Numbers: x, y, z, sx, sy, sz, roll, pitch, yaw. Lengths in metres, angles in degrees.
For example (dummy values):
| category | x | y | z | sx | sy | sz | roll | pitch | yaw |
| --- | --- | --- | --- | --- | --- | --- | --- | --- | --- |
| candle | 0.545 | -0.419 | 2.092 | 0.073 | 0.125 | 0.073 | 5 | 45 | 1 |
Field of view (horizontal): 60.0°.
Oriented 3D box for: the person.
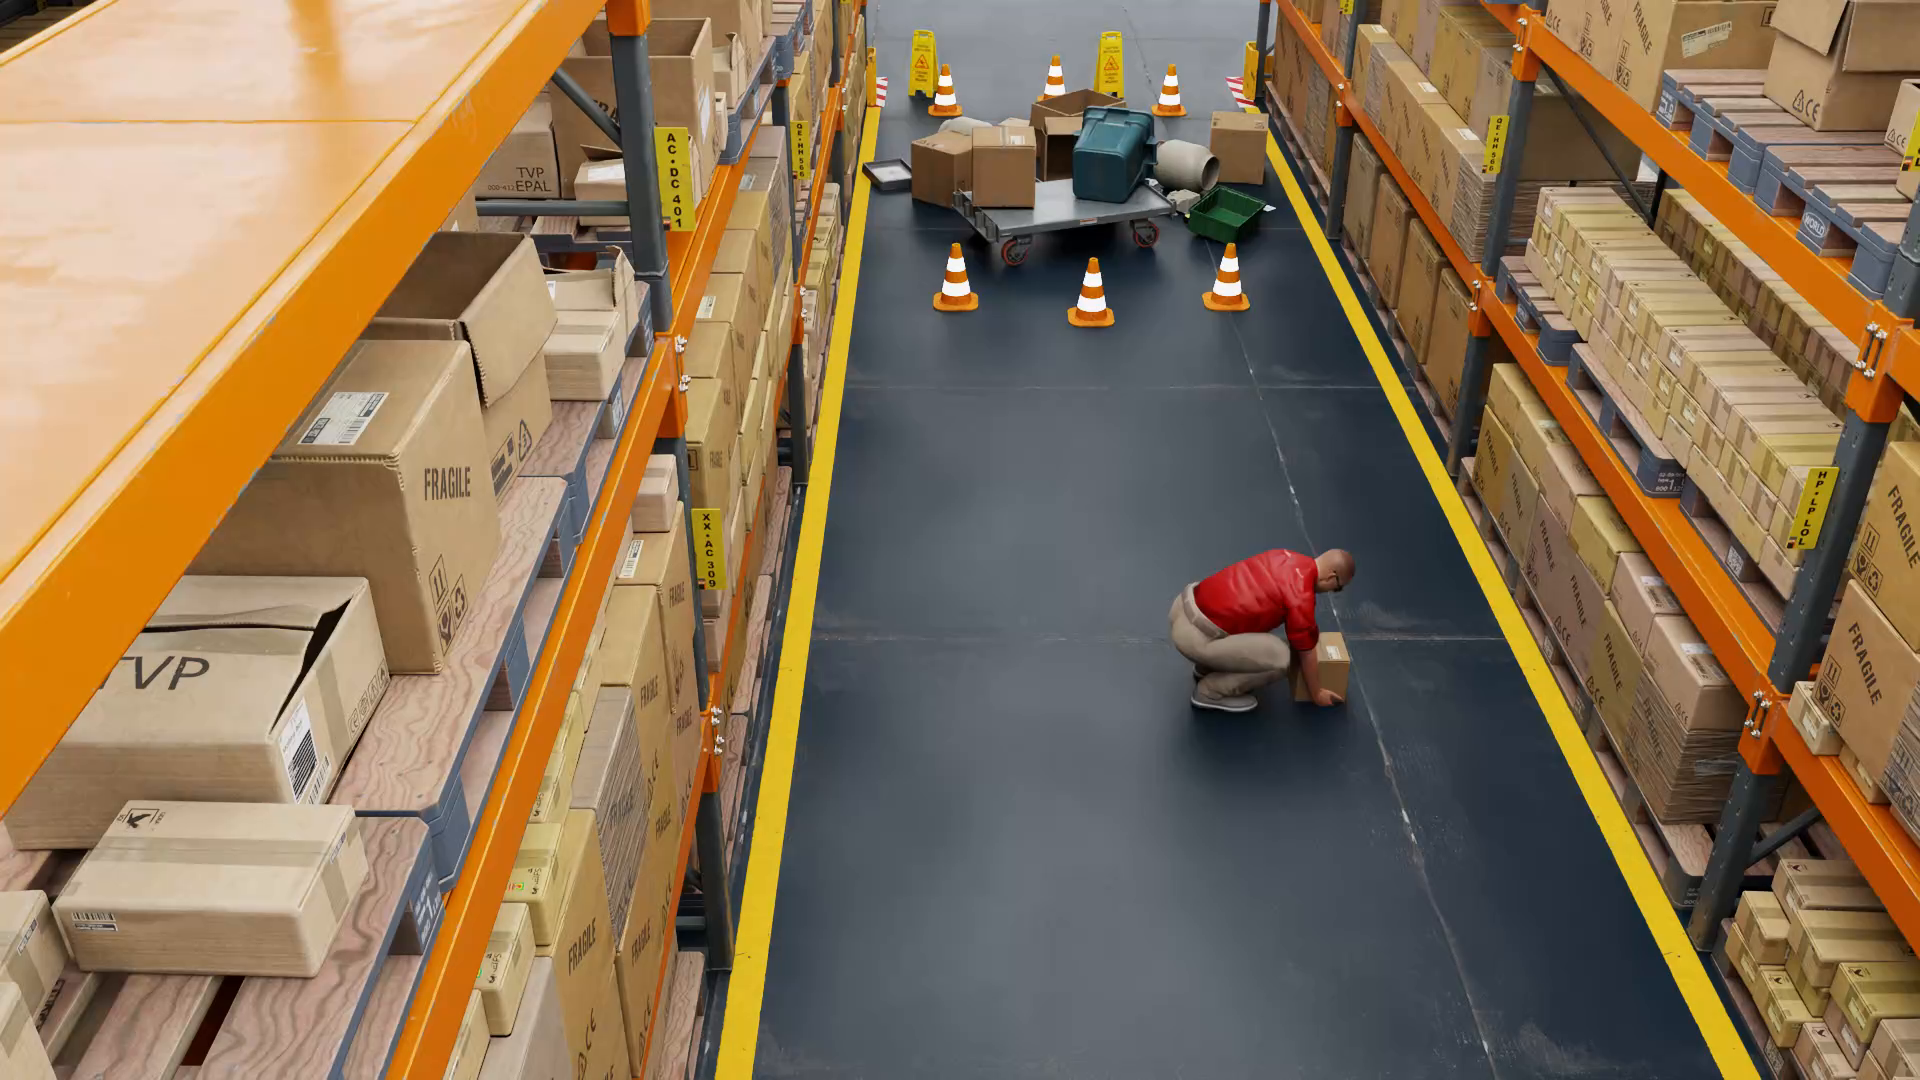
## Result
| category | x | y | z | sx | sy | sz | roll | pitch | yaw |
| --- | --- | --- | --- | --- | --- | --- | --- | --- | --- |
| person | 1.476 | 0.451 | 8.211 | 0.896 | 0.858 | 0.535 | -1 | 31 | -1 |
